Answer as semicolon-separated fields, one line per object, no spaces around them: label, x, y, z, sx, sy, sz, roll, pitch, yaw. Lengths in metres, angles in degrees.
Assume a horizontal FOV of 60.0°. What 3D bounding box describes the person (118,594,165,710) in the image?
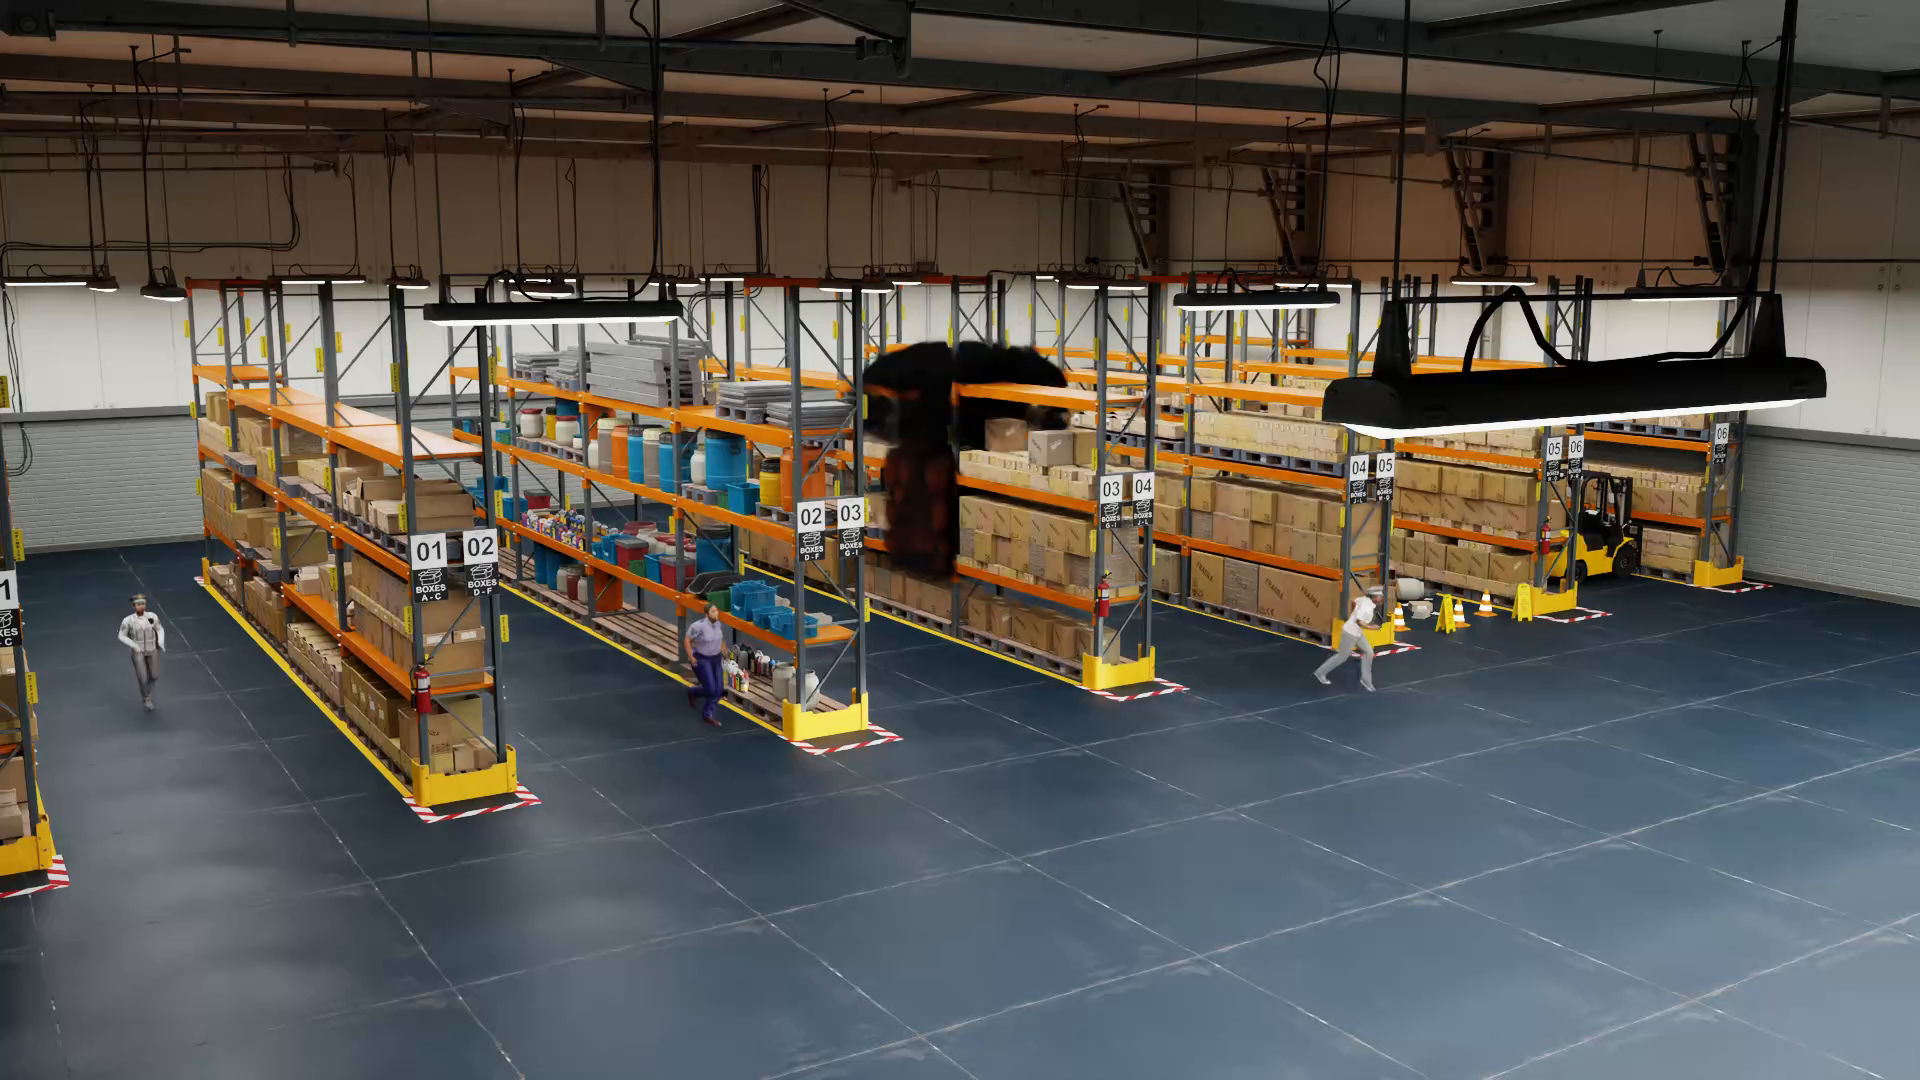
person;-11.640;1.581;23.710;0.616;1.659;0.548;-7;12;-36

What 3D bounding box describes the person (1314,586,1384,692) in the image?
person;5.786;1.460;24.748;0.978;1.626;0.618;3;10;17

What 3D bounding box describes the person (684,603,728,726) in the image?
person;-3.329;1.634;21.861;0.584;1.631;0.630;7;12;38
